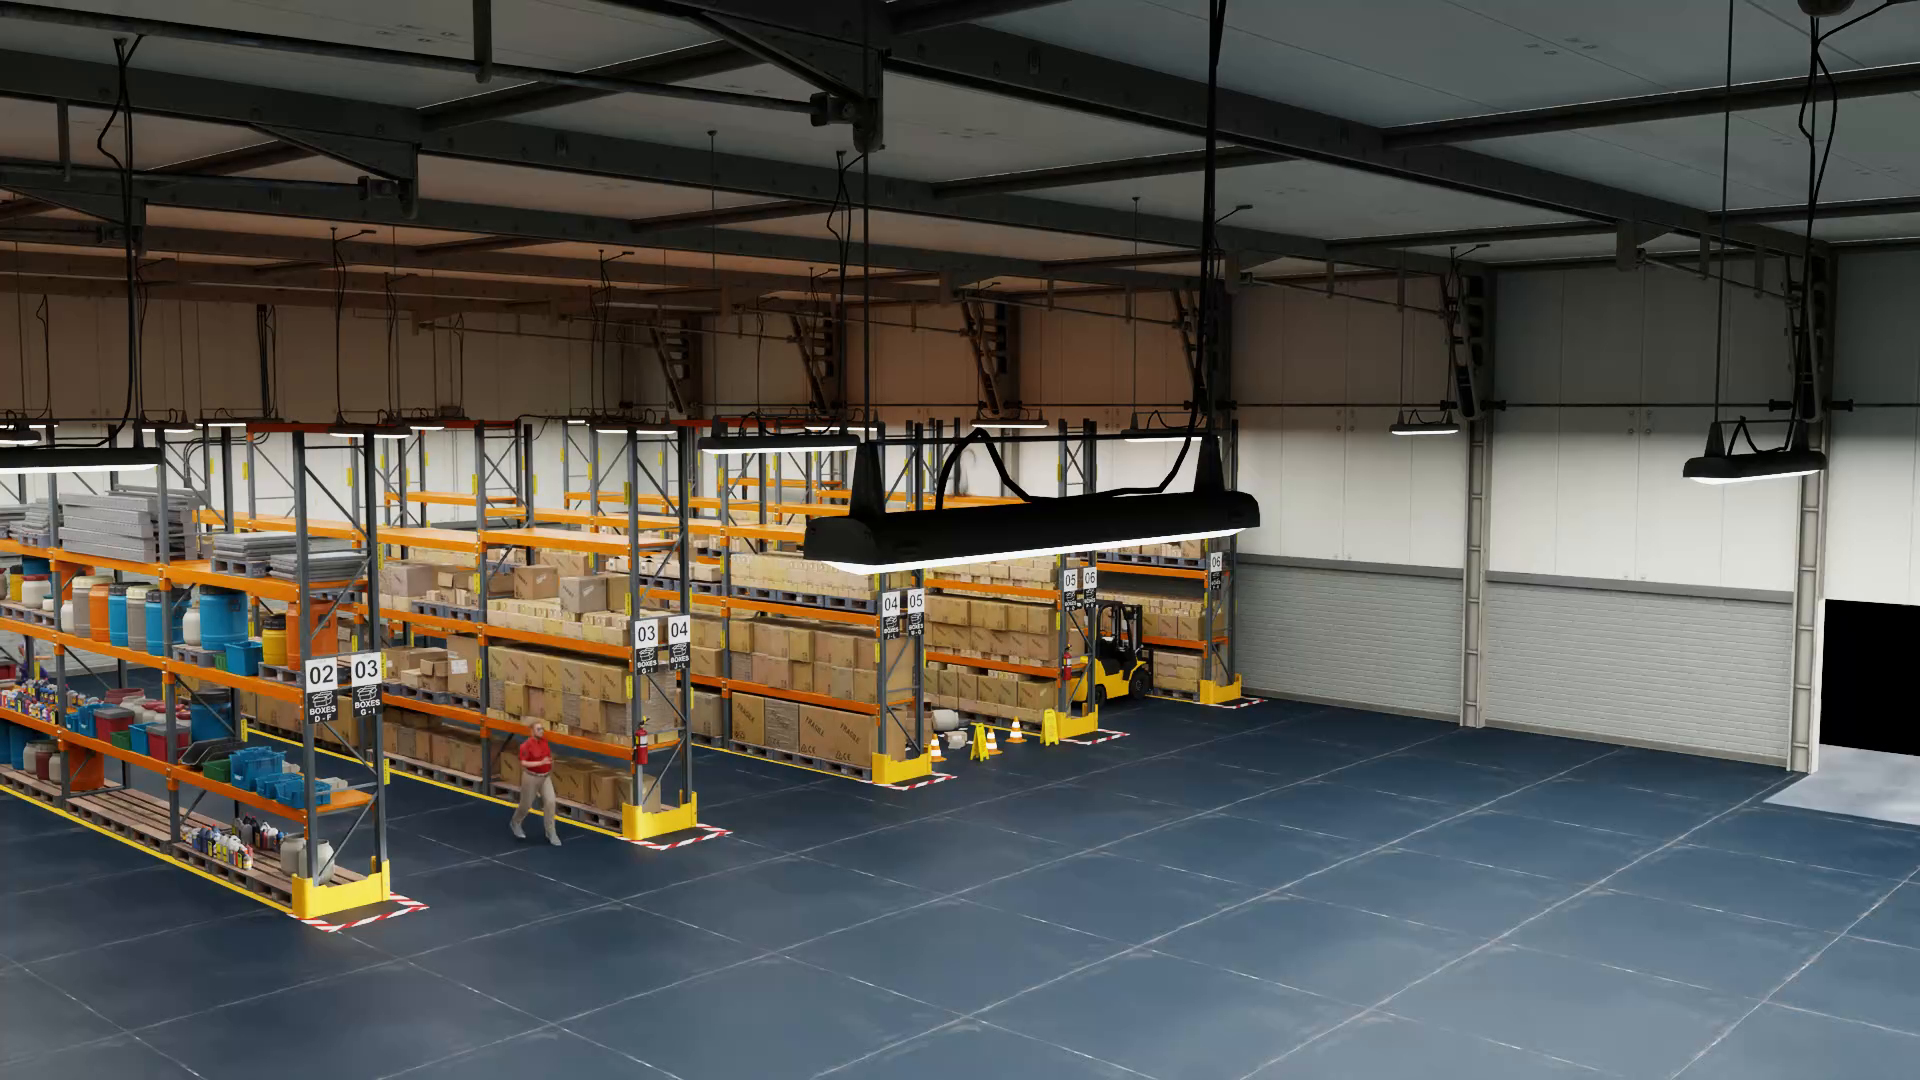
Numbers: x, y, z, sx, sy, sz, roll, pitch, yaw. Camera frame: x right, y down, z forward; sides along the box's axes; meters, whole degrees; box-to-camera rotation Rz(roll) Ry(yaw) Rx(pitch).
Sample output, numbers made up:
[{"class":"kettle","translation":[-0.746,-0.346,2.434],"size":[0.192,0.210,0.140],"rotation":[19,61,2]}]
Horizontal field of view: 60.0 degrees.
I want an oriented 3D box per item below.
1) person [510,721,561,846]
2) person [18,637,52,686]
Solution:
[{"class":"person","translation":[-6.149,3.492,24.031],"size":[0.915,1.768,0.641],"rotation":[3,6,37]},{"class":"person","translation":[-19.433,2.669,34.791],"size":[0.806,1.600,0.618],"rotation":[-2,5,-24]}]
